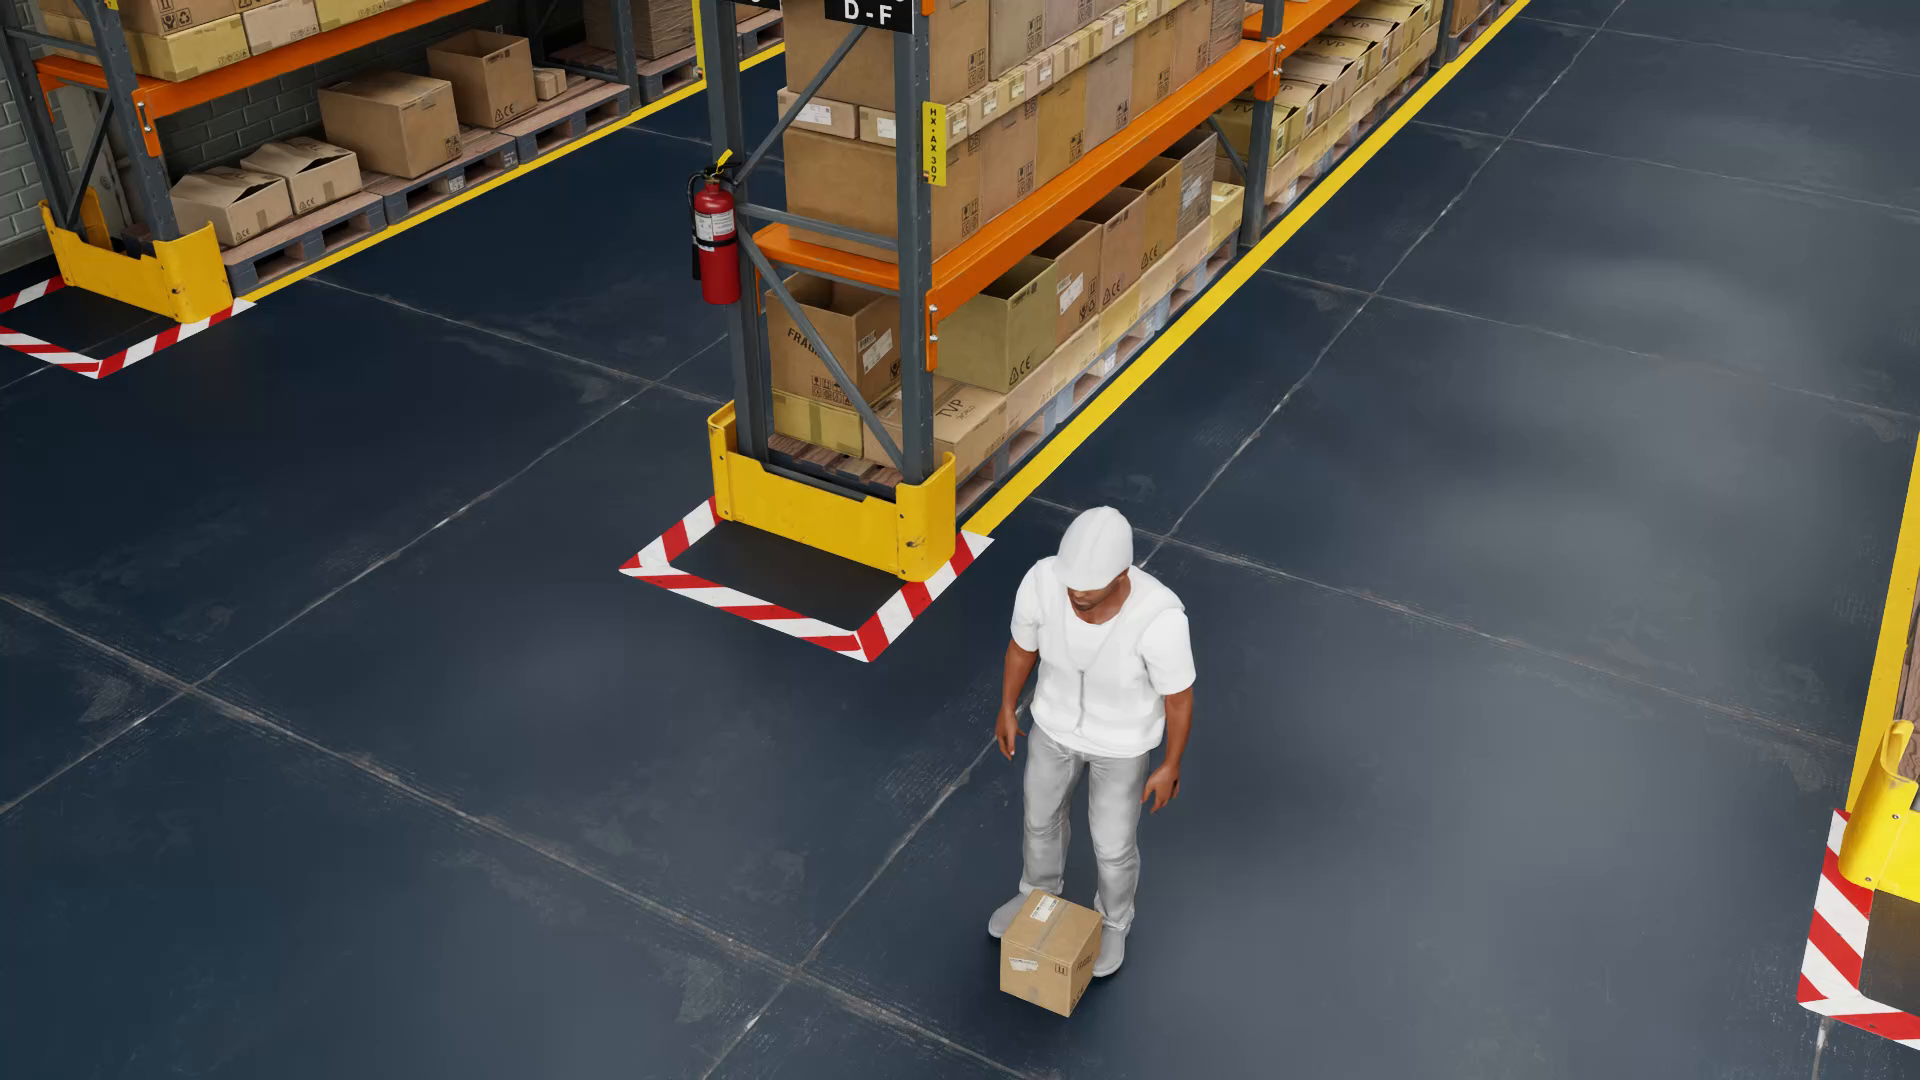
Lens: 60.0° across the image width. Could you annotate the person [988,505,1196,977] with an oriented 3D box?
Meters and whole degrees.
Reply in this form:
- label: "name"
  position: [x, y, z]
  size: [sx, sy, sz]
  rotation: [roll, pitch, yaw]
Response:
- label: "person"
  position: [0.401, 0.619, 5.206]
  size: [0.631, 1.760, 0.463]
  rotation: [17, 38, 24]
